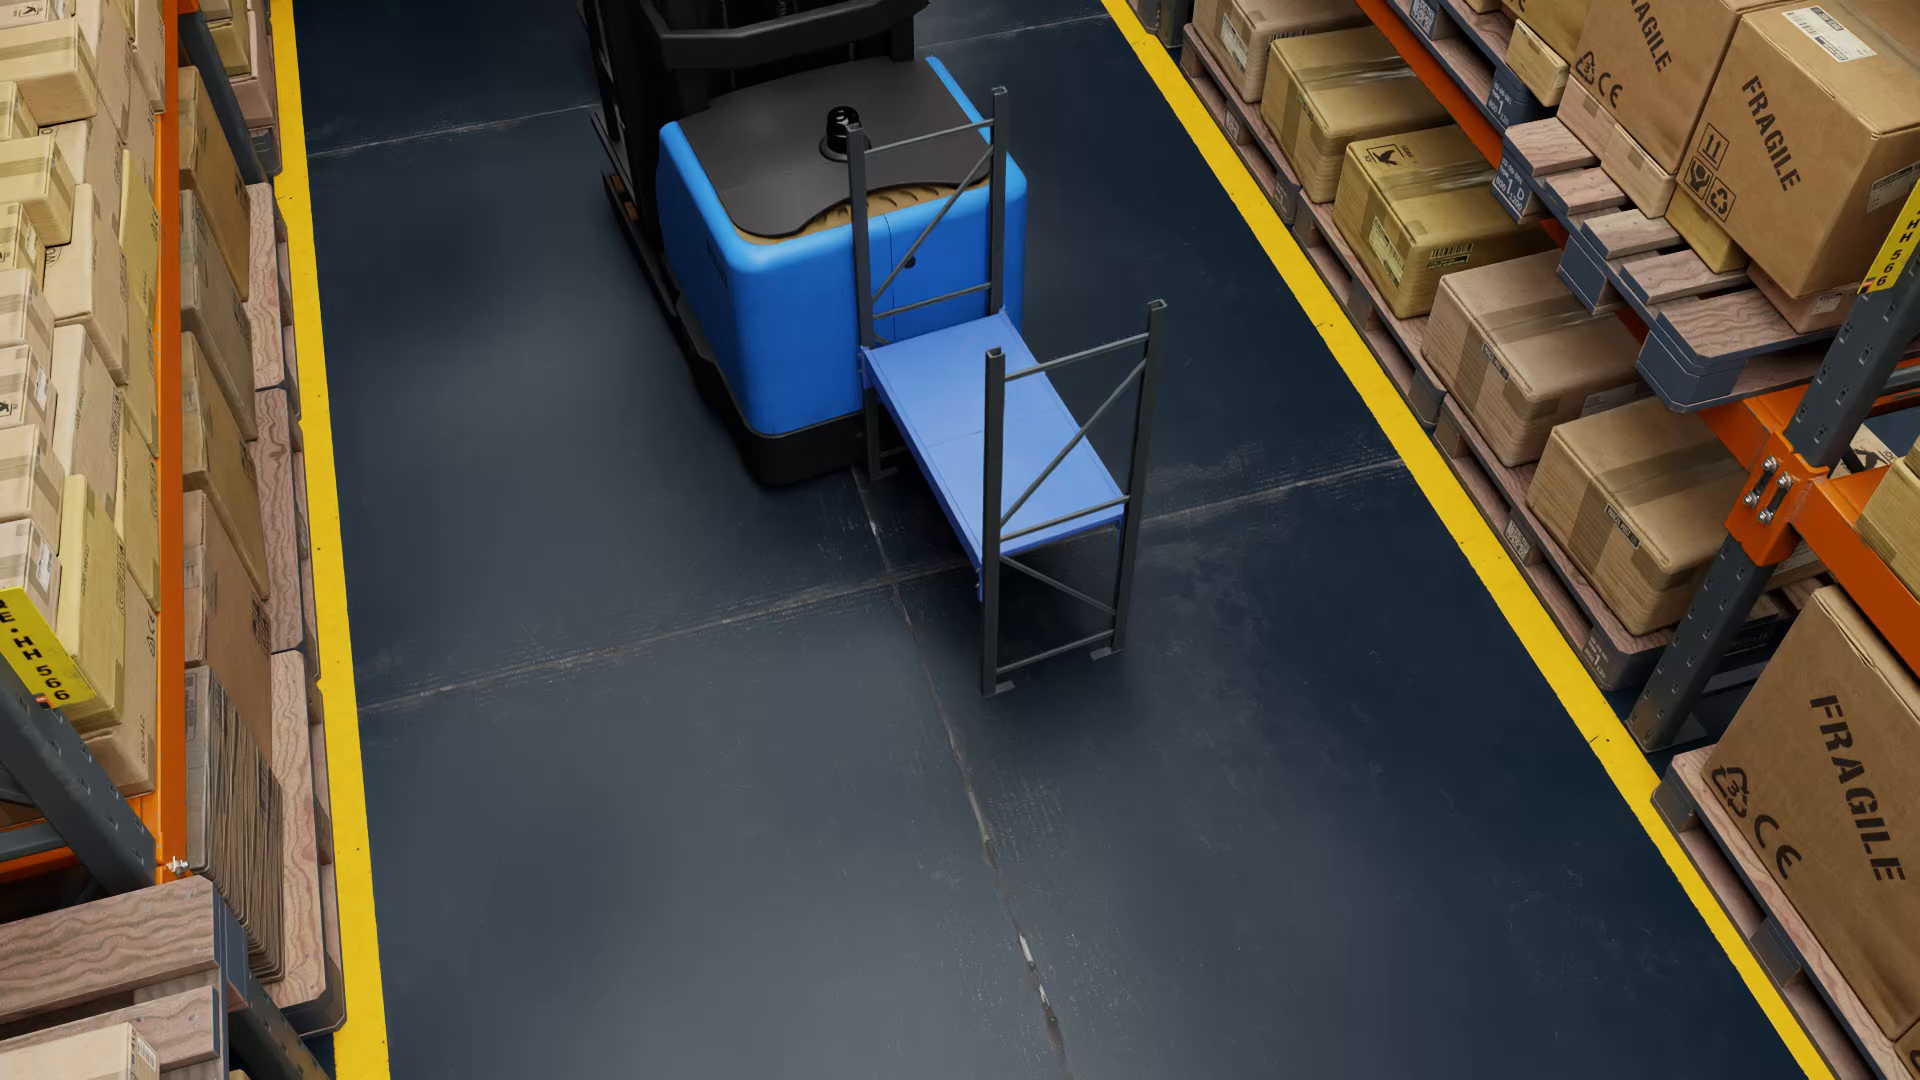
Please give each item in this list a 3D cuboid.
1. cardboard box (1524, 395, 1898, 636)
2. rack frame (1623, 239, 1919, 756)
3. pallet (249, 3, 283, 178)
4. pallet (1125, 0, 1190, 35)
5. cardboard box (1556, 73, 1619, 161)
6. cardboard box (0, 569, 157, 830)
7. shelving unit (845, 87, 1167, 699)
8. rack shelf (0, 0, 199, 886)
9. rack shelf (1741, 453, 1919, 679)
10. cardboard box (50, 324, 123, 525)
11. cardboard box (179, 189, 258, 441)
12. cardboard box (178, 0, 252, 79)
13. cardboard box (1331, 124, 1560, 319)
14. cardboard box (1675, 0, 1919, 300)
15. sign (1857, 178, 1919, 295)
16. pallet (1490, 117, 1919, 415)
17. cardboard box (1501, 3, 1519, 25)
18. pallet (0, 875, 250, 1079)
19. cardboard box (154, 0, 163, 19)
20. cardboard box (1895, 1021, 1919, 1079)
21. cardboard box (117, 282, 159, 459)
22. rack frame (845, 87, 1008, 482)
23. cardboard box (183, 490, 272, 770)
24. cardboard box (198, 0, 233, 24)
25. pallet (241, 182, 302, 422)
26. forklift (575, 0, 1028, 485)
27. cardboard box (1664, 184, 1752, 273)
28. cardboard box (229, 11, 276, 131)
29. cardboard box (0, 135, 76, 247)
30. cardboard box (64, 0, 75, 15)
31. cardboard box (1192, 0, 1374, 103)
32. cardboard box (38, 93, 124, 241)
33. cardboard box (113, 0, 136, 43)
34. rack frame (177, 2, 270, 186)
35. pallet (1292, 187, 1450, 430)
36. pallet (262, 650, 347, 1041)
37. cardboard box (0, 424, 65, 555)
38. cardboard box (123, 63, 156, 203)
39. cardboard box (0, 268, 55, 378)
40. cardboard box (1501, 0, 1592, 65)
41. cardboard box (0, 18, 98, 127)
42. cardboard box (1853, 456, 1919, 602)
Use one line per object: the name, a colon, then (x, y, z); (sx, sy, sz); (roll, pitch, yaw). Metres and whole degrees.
cardboard box: (2.436, -0.157, 5.364); (0.950, 0.372, 0.625); (-16, 52, -13)
rack frame: (2.594, -0.454, 4.170); (1.000, 3.000, 0.127); (-13, 51, -11)
pallet: (-3.525, -1.942, 7.249); (1.003, 0.211, 1.213); (-13, 51, -11)
pallet: (1.179, -2.959, 8.106); (1.003, 0.211, 1.213); (-13, 51, -11)
cardboard box: (1.940, -1.233, 4.717); (0.380, 0.149, 0.250); (-16, 52, -13)
cardboard box: (-2.045, 0.340, 3.599); (0.500, 0.250, 0.500); (-13, 51, -11)
shelving unit: (0.103, -0.416, 5.120); (0.538, 1.500, 1.048); (-18, 52, -14)
rack shelf: (-2.738, -0.557, 4.729); (1.077, 0.370, 4.000); (-13, 51, -11)
rack shelf: (3.185, 1.239, 3.214); (1.077, 0.370, 4.000); (-13, 51, -11)
cardboard box: (-2.192, -0.187, 3.717); (0.500, 0.250, 0.500); (-12, 51, -10)
cardboard box: (-2.942, -0.673, 5.634); (0.875, 0.625, 0.625); (-14, 51, -11)
cardboard box: (-3.178, -2.083, 6.741); (0.500, 0.250, 0.500); (-14, 51, -11)
cardboard box: (1.992, -1.249, 6.285); (0.950, 0.372, 0.625); (-12, 51, -10)
cardboard box: (2.194, -0.986, 4.085); (0.500, 0.500, 0.500); (-15, 51, -12)
sign: (2.078, -0.672, 3.649); (0.100, 0.325, 0.005); (-13, 51, -11)
pallet: (2.281, -0.888, 4.662); (1.213, 0.211, 1.003); (-13, 51, -11)
cardboard box: (1.891, -1.643, 5.063); (0.380, 0.149, 0.250); (-13, 51, -11)
pallet: (-1.879, 1.213, 2.891); (1.213, 0.211, 1.003); (-13, 51, -11)
cardboard box: (-2.931, -1.893, 5.482); (0.500, 0.250, 0.500); (-12, 51, -10)
cardboard box: (2.978, 1.272, 3.831); (0.875, 0.875, 0.875); (-13, 51, -11)
cardboard box: (-2.348, -0.403, 4.226); (0.500, 0.250, 0.500); (-15, 51, -12)
rack frame: (-0.094, -0.774, 5.422); (0.500, 1.500, 0.032); (-18, 52, -14)
cardboard box: (-2.519, 0.367, 4.757); (0.875, 0.625, 0.625); (-12, 51, -10)
cardboard box: (-3.173, -2.246, 6.551); (0.500, 0.250, 0.500); (-14, 51, -12)
pallet: (-3.075, -0.822, 6.305); (1.003, 0.211, 1.213); (-13, 51, -11)
forklift: (-0.819, -2.286, 5.760); (1.130, 2.935, 3.031); (-19, 52, -15)
cardboard box: (2.124, -0.874, 4.414); (0.380, 0.149, 0.250); (-13, 51, -10)
cardboard box: (-3.156, -1.927, 6.937); (0.500, 0.250, 0.500); (-13, 51, -11)
cardboard box: (-2.351, -0.810, 3.981); (0.380, 0.149, 0.250); (-12, 51, -10)
cardboard box: (-2.679, -1.549, 4.605); (0.380, 0.149, 0.250); (-14, 51, -12)
cardboard box: (1.568, -2.281, 7.155); (0.950, 0.372, 0.625); (-13, 51, -11)
cardboard box: (-2.504, -0.940, 4.352); (0.500, 0.250, 0.500); (-13, 51, -10)
cardboard box: (-2.781, -1.688, 4.982); (0.500, 0.250, 0.500); (-15, 51, -12)
rack frame: (-3.330, -2.250, 5.685); (1.000, 3.000, 0.127); (-13, 51, -11)
pallet: (2.007, -1.015, 6.468); (1.003, 0.211, 1.213); (-13, 51, -11)
pallet: (-2.353, 0.960, 4.802); (1.003, 0.211, 1.213); (-13, 51, -11)
cardboard box: (-2.040, -0.064, 3.352); (0.380, 0.149, 0.250); (-12, 51, -10)
cardboard box: (-2.659, -1.157, 4.862); (0.500, 0.250, 0.500); (-13, 51, -11)
cardboard box: (-2.230, -0.434, 3.664); (0.380, 0.149, 0.250); (-13, 51, -11)
cardboard box: (1.880, -1.730, 4.712); (0.500, 0.500, 0.500); (-16, 52, -13)
cardboard box: (-2.458, -1.189, 4.301); (0.380, 0.149, 0.250); (-15, 51, -12)
cardboard box: (2.498, 0.009, 3.879); (0.500, 0.250, 0.500); (-14, 51, -12)
